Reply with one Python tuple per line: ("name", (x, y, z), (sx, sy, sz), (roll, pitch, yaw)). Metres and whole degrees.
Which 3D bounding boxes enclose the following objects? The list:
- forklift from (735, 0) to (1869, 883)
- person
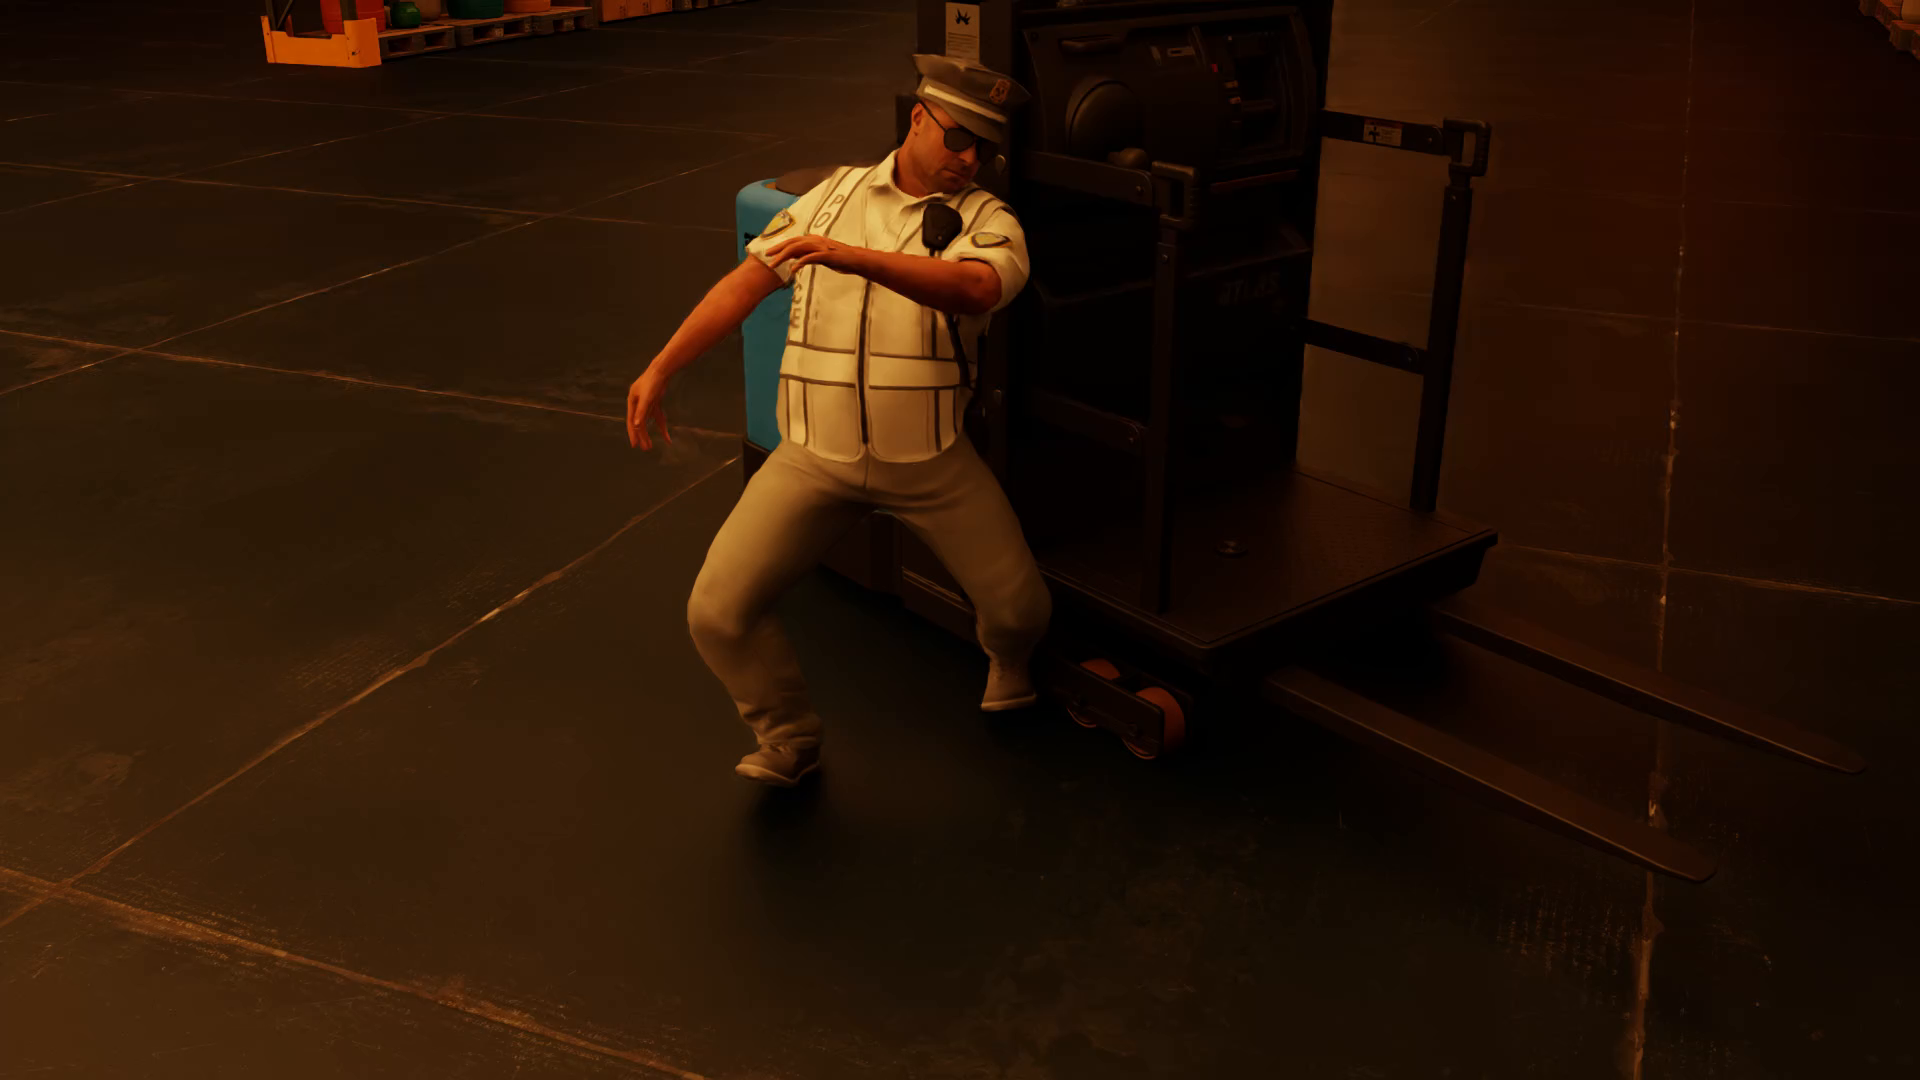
("forklift", (0.657, -1.059, 3.826), (1.130, 2.935, 3.031), (-17, 28, -35))
("person", (-0.249, -0.212, 3.567), (0.914, 1.585, 0.838), (1, 23, 2))
